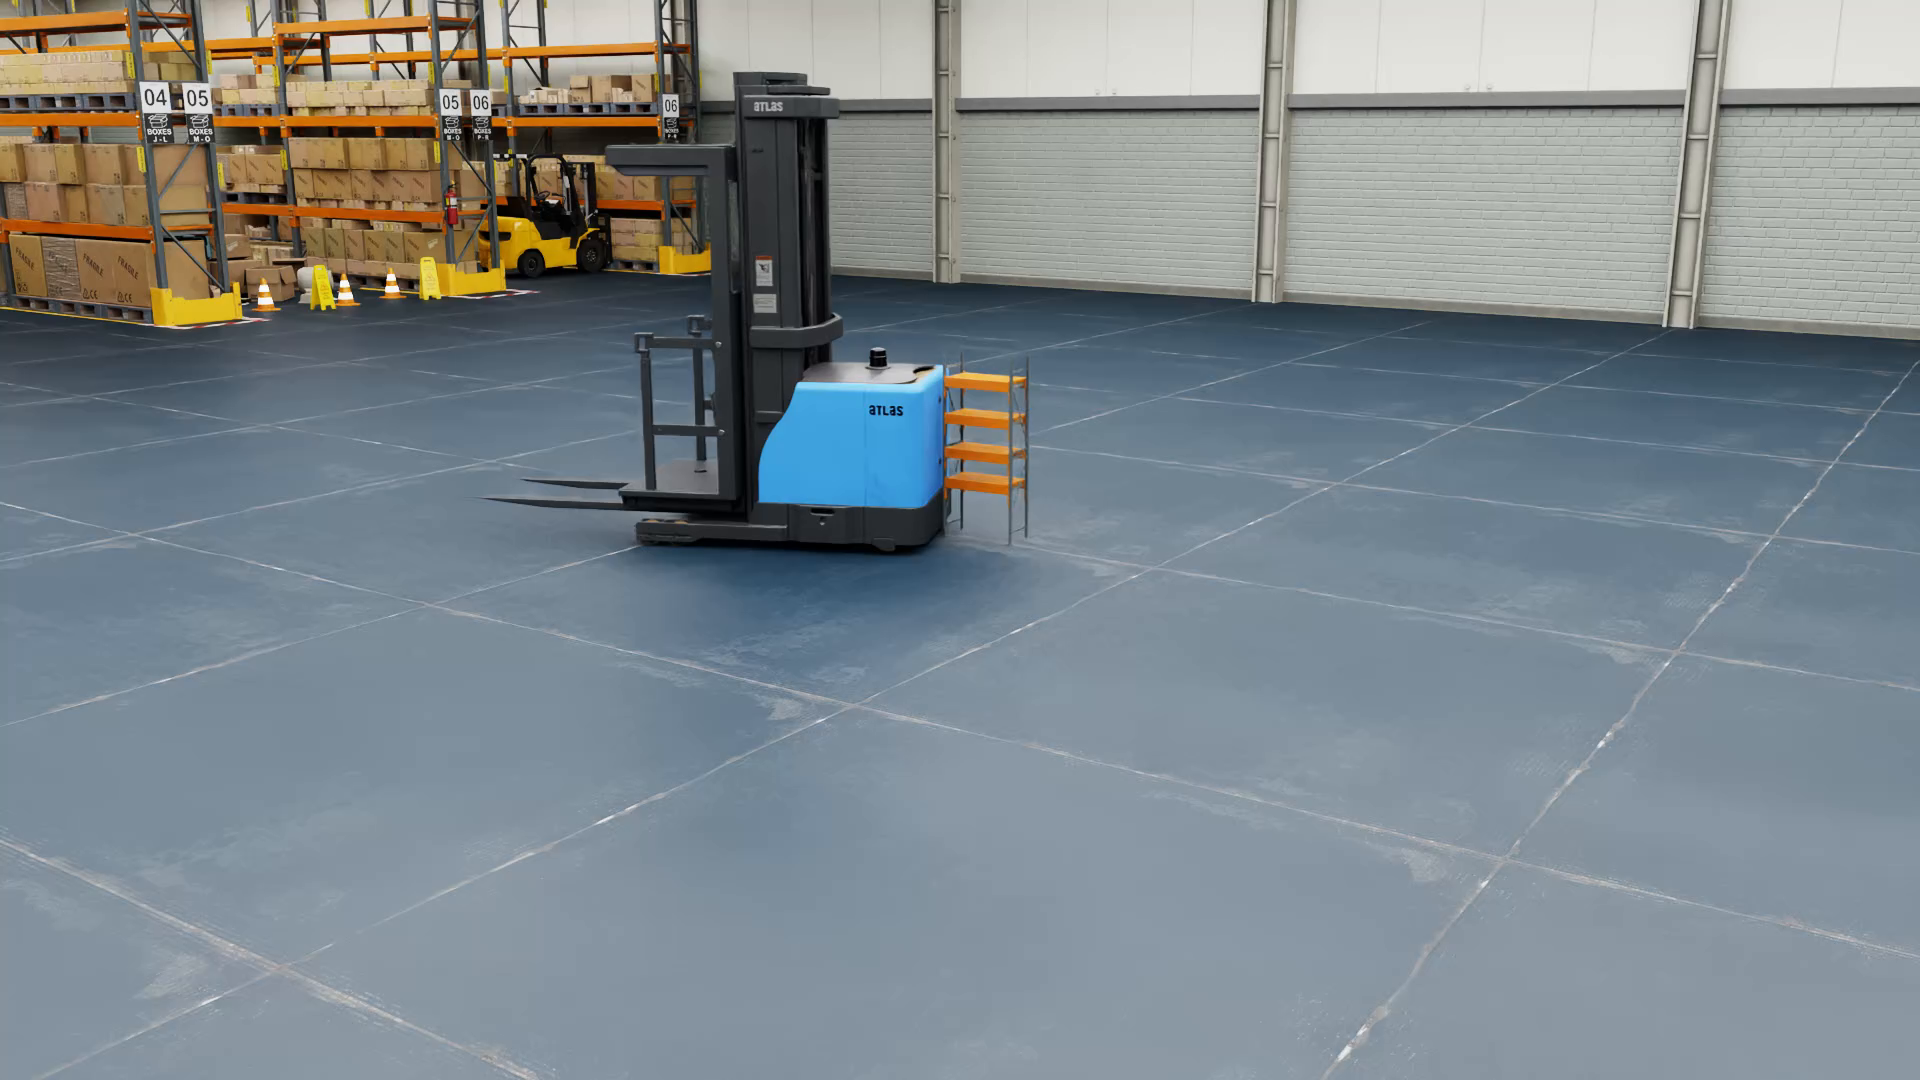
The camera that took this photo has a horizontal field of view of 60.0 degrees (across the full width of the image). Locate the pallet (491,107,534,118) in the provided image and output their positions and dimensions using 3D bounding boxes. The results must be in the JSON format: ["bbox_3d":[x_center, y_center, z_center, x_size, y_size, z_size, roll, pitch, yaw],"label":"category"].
[{"bbox_3d":[-9.187,-8.497,33.062,1.217,0.209,0.805,8,16,31],"label":"pallet"}]

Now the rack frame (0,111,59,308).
[{"bbox_3d":[-13.894,-5.027,24.890,0.127,3.000,1.000,9,17,33],"label":"rack frame"}]

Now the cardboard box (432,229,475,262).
[{"bbox_3d":[-8.431,-4.891,27.627,0.500,0.500,0.500,9,16,31],"label":"cardboard box"}]

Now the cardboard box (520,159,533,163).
[{"bbox_3d":[-8.349,-7.424,32.394,0.250,0.149,0.380,10,17,34],"label":"cardboard box"}]

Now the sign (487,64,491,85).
[{"bbox_3d":[-7.594,-7.480,26.736,0.005,0.325,0.100,9,17,33],"label":"sign"}]

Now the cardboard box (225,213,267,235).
[{"bbox_3d":[-16.402,-7.255,38.218,0.500,0.500,0.700,8,16,31],"label":"cardboard box"}]

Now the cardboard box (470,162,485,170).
[{"bbox_3d":[-9.546,-7.466,33.184,0.250,0.149,0.380,9,16,31],"label":"cardboard box"}]

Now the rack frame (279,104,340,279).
[{"bbox_3d":[-11.215,-6.028,28.932,0.127,3.000,1.000,9,17,33],"label":"rack frame"}]

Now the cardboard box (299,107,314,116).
[{"bbox_3d":[-10.909,-7.225,28.046,0.250,0.149,0.380,9,17,33],"label":"cardboard box"}]

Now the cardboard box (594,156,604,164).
[{"bbox_3d":[-6.659,-7.147,31.274,0.250,0.149,0.380,10,17,34],"label":"cardboard box"}]

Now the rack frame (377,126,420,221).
[{"bbox_3d":[-11.767,-7.555,35.099,0.127,3.000,1.000,9,17,33],"label":"rack frame"}]

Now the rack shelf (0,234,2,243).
[{"bbox_3d":[-15.554,-4.946,26.060,4.000,0.370,1.077,9,17,33],"label":"rack shelf"}]

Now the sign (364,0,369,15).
[{"bbox_3d":[-12.062,-10.849,33.814,0.005,0.325,0.100,9,17,33],"label":"sign"}]

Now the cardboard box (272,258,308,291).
[{"bbox_3d":[-11.086,-4.401,27.555,0.500,0.500,0.500,-4,14,-16],"label":"cardboard box"}]

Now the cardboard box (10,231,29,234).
[{"bbox_3d":[-19.058,-6.287,34.434,0.875,0.438,0.875,9,16,31],"label":"cardboard box"}]

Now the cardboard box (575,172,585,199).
[{"bbox_3d":[-6.958,-6.749,31.637,0.500,0.500,0.500,9,17,33],"label":"cardboard box"}]

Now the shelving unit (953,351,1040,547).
[{"bbox_3d":[0.232,-0.594,10.725,0.503,1.200,0.258,8,16,29],"label":"shelving unit"}]

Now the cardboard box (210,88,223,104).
[{"bbox_3d":[-13.253,-7.872,29.923,0.637,0.503,0.797,9,17,33],"label":"cardboard box"}]

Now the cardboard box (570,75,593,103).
[{"bbox_3d":[-6.891,-8.494,31.356,0.637,0.503,0.797,10,17,35],"label":"cardboard box"}]

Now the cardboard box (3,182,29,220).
[{"bbox_3d":[-13.581,-5.053,24.682,0.550,0.550,0.875,9,17,33],"label":"cardboard box"}]

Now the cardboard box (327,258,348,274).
[{"bbox_3d":[-10.427,-4.695,28.394,0.500,0.250,0.500,10,17,36],"label":"cardboard box"}]

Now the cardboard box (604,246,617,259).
[{"bbox_3d":[-6.513,-5.488,31.600,0.500,0.250,0.500,9,17,33],"label":"cardboard box"}]

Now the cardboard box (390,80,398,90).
[{"bbox_3d":[-8.938,-7.316,26.757,0.250,0.149,0.380,9,17,33],"label":"cardboard box"}]

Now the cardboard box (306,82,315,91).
[{"bbox_3d":[-10.690,-7.576,27.804,0.250,0.149,0.380,9,16,31],"label":"cardboard box"}]

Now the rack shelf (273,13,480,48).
[{"bbox_3d":[-9.556,-8.321,27.214,4.000,0.370,1.077,9,17,33],"label":"rack shelf"}]

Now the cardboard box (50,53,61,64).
[{"bbox_3d":[-12.310,-6.647,22.970,0.250,0.149,0.380,9,17,33],"label":"cardboard box"}]

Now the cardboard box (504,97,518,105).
[{"bbox_3d":[-9.043,-8.758,33.157,0.250,0.149,0.380,9,17,33],"label":"cardboard box"}]

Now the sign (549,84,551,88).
[{"bbox_3d":[-8.140,-8.874,32.948,0.005,0.325,0.100,9,17,33],"label":"sign"}]

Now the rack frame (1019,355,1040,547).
[{"bbox_3d":[0.444,-0.565,10.607,0.015,1.200,0.240,8,16,29],"label":"rack frame"}]

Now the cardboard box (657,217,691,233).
[{"bbox_3d":[-5.422,-5.938,31.337,0.500,0.250,0.500,9,16,32],"label":"cardboard box"}]

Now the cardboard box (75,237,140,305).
[{"bbox_3d":[-11.906,-3.859,23.717,0.875,0.875,0.875,9,16,32],"label":"cardboard box"}]

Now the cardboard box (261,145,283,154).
[{"bbox_3d":[-12.367,-6.998,29.801,0.250,0.149,0.380,10,17,36],"label":"cardboard box"}]

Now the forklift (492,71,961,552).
[{"bbox_3d":[-1.558,-1.498,10.775,3.031,2.935,1.130,2,14,10],"label":"forklift"}]

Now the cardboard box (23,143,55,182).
[{"bbox_3d":[-13.086,-5.518,24.310,0.550,0.550,0.875,9,17,33],"label":"cardboard box"}]

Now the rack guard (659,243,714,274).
[{"bbox_3d":[-5.109,-5.265,31.052,0.348,0.500,1.175,9,17,33],"label":"rack guard"}]

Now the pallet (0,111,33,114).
[{"bbox_3d":[-14.682,-6.504,25.009,1.217,0.209,0.805,8,16,31],"label":"pallet"}]

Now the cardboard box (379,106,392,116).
[{"bbox_3d":[-9.181,-6.958,26.970,0.250,0.149,0.380,9,17,32],"label":"cardboard box"}]

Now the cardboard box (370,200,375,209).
[{"bbox_3d":[-9.584,-5.586,27.669,0.250,0.149,0.380,9,17,33],"label":"cardboard box"}]

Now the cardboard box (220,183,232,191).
[{"bbox_3d":[-13.055,-6.339,29.838,0.250,0.149,0.380,10,17,35],"label":"cardboard box"}]

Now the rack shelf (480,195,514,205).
[{"bbox_3d":[-10.108,-6.937,34.102,4.000,0.370,1.077,9,17,33],"label":"rack shelf"}]

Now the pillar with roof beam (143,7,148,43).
[{"bbox_3d":[-22.542,-11.223,37.431,0.400,9.000,9.100,9,17,33],"label":"pillar with roof beam"}]

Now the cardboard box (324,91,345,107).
[{"bbox_3d":[-10.162,-7.305,27.541,0.500,0.250,0.500,9,17,33],"label":"cardboard box"}]

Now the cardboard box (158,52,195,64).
[{"bbox_3d":[-10.674,-6.573,22.672,0.250,0.149,0.380,9,17,33],"label":"cardboard box"}]

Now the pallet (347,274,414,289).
[{"bbox_3d":[-9.622,-4.428,28.271,1.213,0.211,1.003,9,17,33],"label":"pallet"}]

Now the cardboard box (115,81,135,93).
[{"bbox_3d":[-11.040,-6.055,22.237,0.250,0.149,0.380,9,17,33],"label":"cardboard box"}]

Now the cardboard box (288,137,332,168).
[{"bbox_3d":[-10.971,-6.604,28.351,0.500,0.500,0.700,9,17,32],"label":"cardboard box"}]

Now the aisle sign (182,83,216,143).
[{"bbox_3d":[-10.349,-5.803,22.614,0.004,0.787,0.394,9,17,33],"label":"aisle sign"}]

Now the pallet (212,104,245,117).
[{"bbox_3d":[-12.531,-7.635,29.574,1.003,0.211,1.213,9,17,33],"label":"pallet"}]

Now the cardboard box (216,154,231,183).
[{"bbox_3d":[-12.999,-6.648,29.734,0.500,0.500,0.500,8,16,31],"label":"cardboard box"}]

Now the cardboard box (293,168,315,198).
[{"bbox_3d":[-11.006,-6.106,28.421,0.500,0.500,0.500,9,17,33],"label":"cardboard box"}]

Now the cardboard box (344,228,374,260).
[{"bbox_3d":[-9.996,-4.989,28.022,0.500,0.500,0.500,10,17,36],"label":"cardboard box"}]

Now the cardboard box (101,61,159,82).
[{"bbox_3d":[-11.137,-6.281,22.322,0.500,0.250,0.500,9,17,34],"label":"cardboard box"}]

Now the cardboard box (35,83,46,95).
[{"bbox_3d":[-12.724,-6.327,23.338,0.250,0.149,0.380,9,17,33],"label":"cardboard box"}]

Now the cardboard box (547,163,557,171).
[{"bbox_3d":[-7.720,-7.175,32.006,0.250,0.149,0.380,10,17,34],"label":"cardboard box"}]
